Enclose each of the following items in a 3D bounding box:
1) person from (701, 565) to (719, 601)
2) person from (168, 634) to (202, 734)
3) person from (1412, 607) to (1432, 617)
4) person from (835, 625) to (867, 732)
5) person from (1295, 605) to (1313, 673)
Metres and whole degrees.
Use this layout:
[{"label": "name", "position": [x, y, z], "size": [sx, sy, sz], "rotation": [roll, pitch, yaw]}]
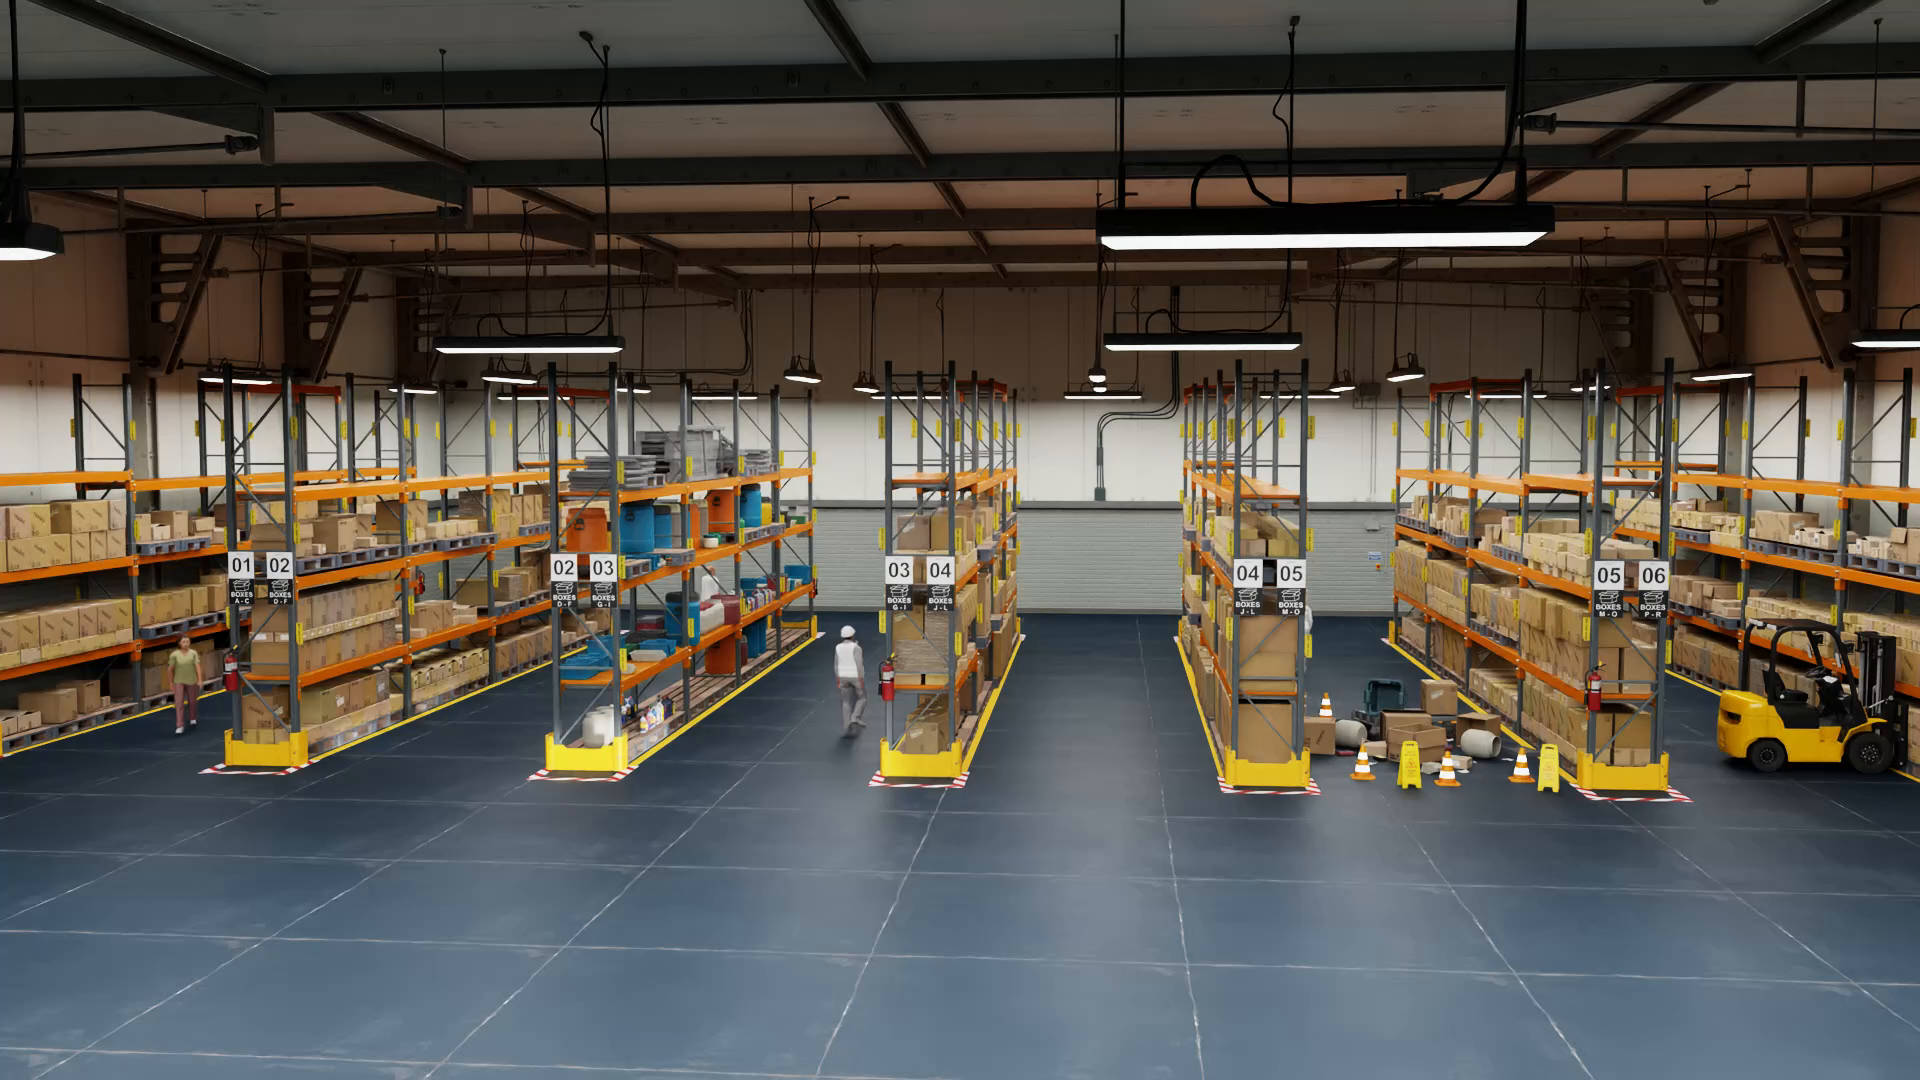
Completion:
[{"label": "person", "position": [-5.998, 1.495, 39.928], "size": [0.570, 1.777, 0.743], "rotation": [-3, 5, -41]}, {"label": "person", "position": [-12.853, 2.360, 27.589], "size": [0.519, 1.603, 1.106], "rotation": [-2, 4, -22]}, {"label": "person", "position": [11.440, 1.449, 41.064], "size": [0.986, 1.684, 0.525], "rotation": [0, 4, -1]}, {"label": "person", "position": [-1.827, 2.296, 27.635], "size": [0.579, 1.762, 0.478], "rotation": [1, 4, 14]}, {"label": "person", "position": [7.083, 1.917, 34.488], "size": [0.553, 1.652, 0.564], "rotation": [-1, 4, -18]}]
